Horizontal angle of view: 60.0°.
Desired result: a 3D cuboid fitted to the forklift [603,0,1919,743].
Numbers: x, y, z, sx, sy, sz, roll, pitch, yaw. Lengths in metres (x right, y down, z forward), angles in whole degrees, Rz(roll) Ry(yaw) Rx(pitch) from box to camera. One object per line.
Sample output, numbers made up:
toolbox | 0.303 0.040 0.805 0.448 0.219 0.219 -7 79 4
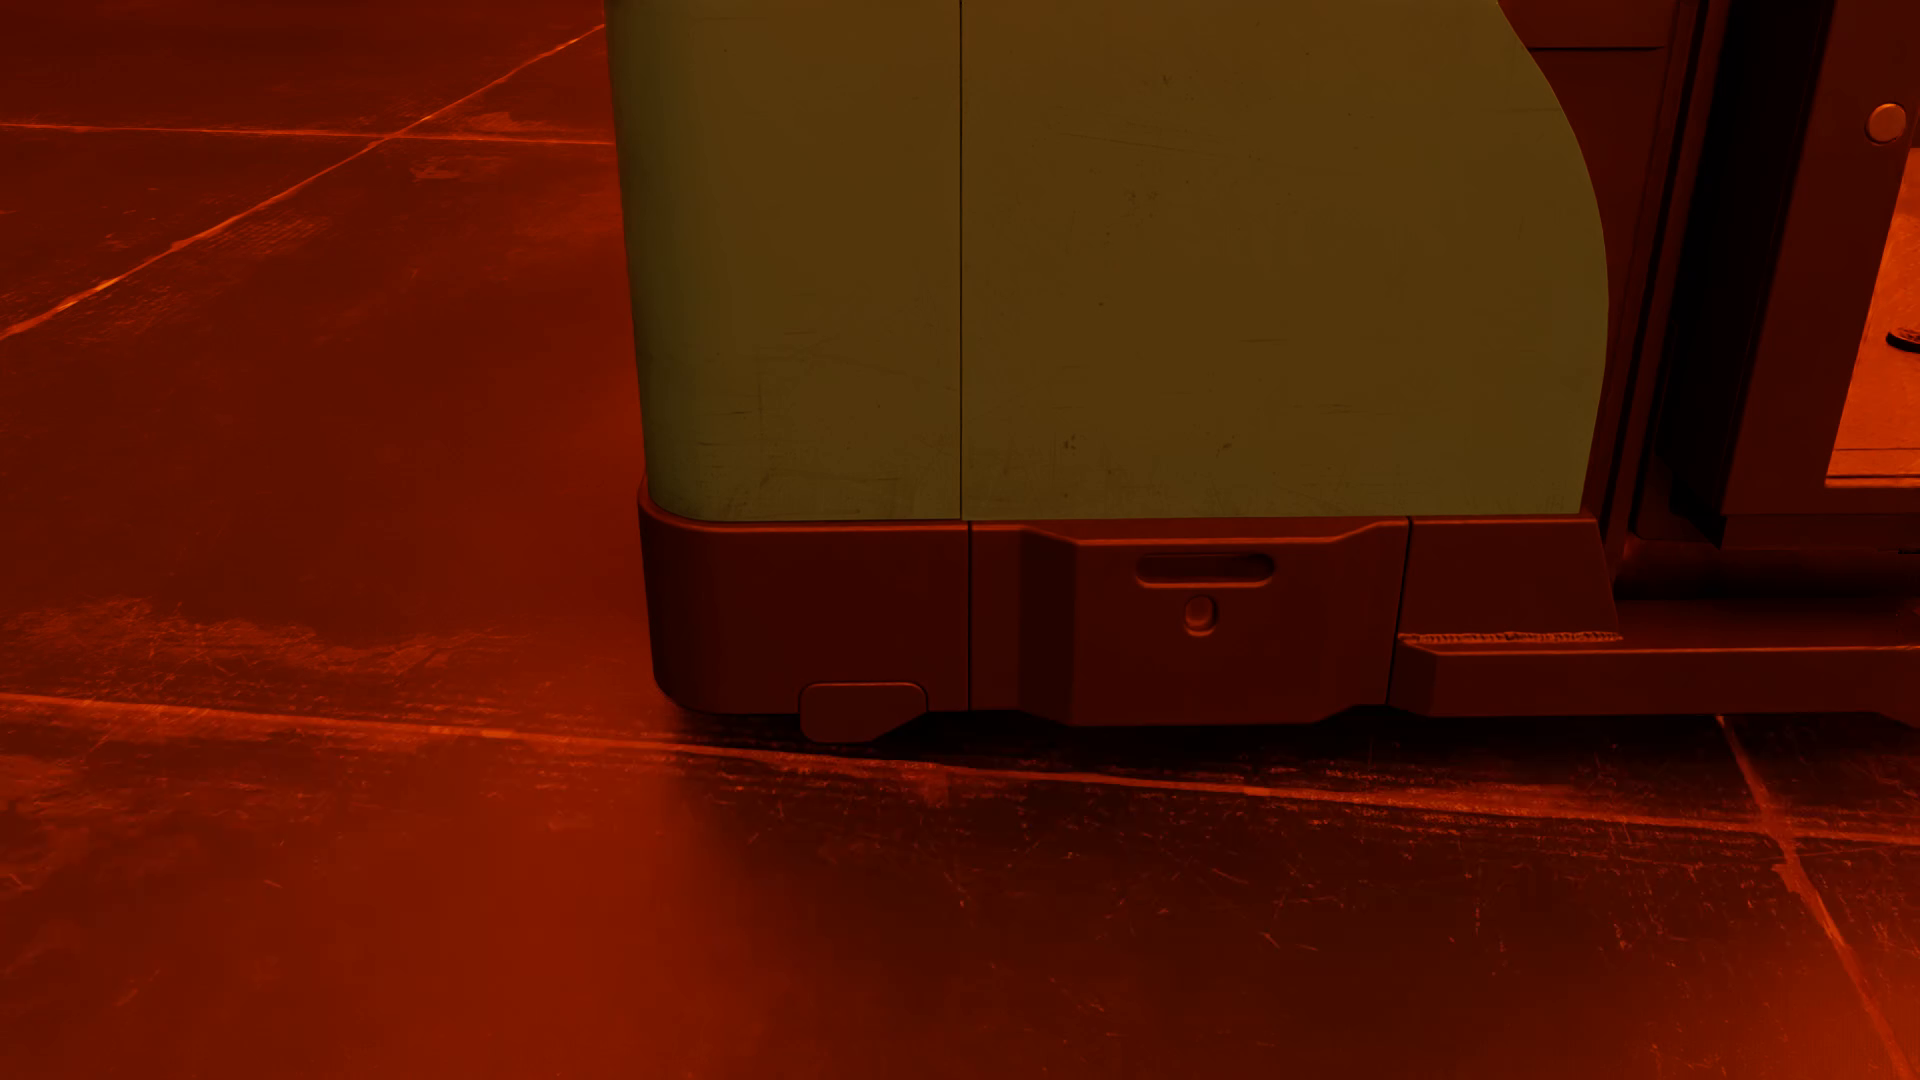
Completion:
forklift | 1.132 -1.294 1.811 3.031 2.935 1.130 -1 27 -1
